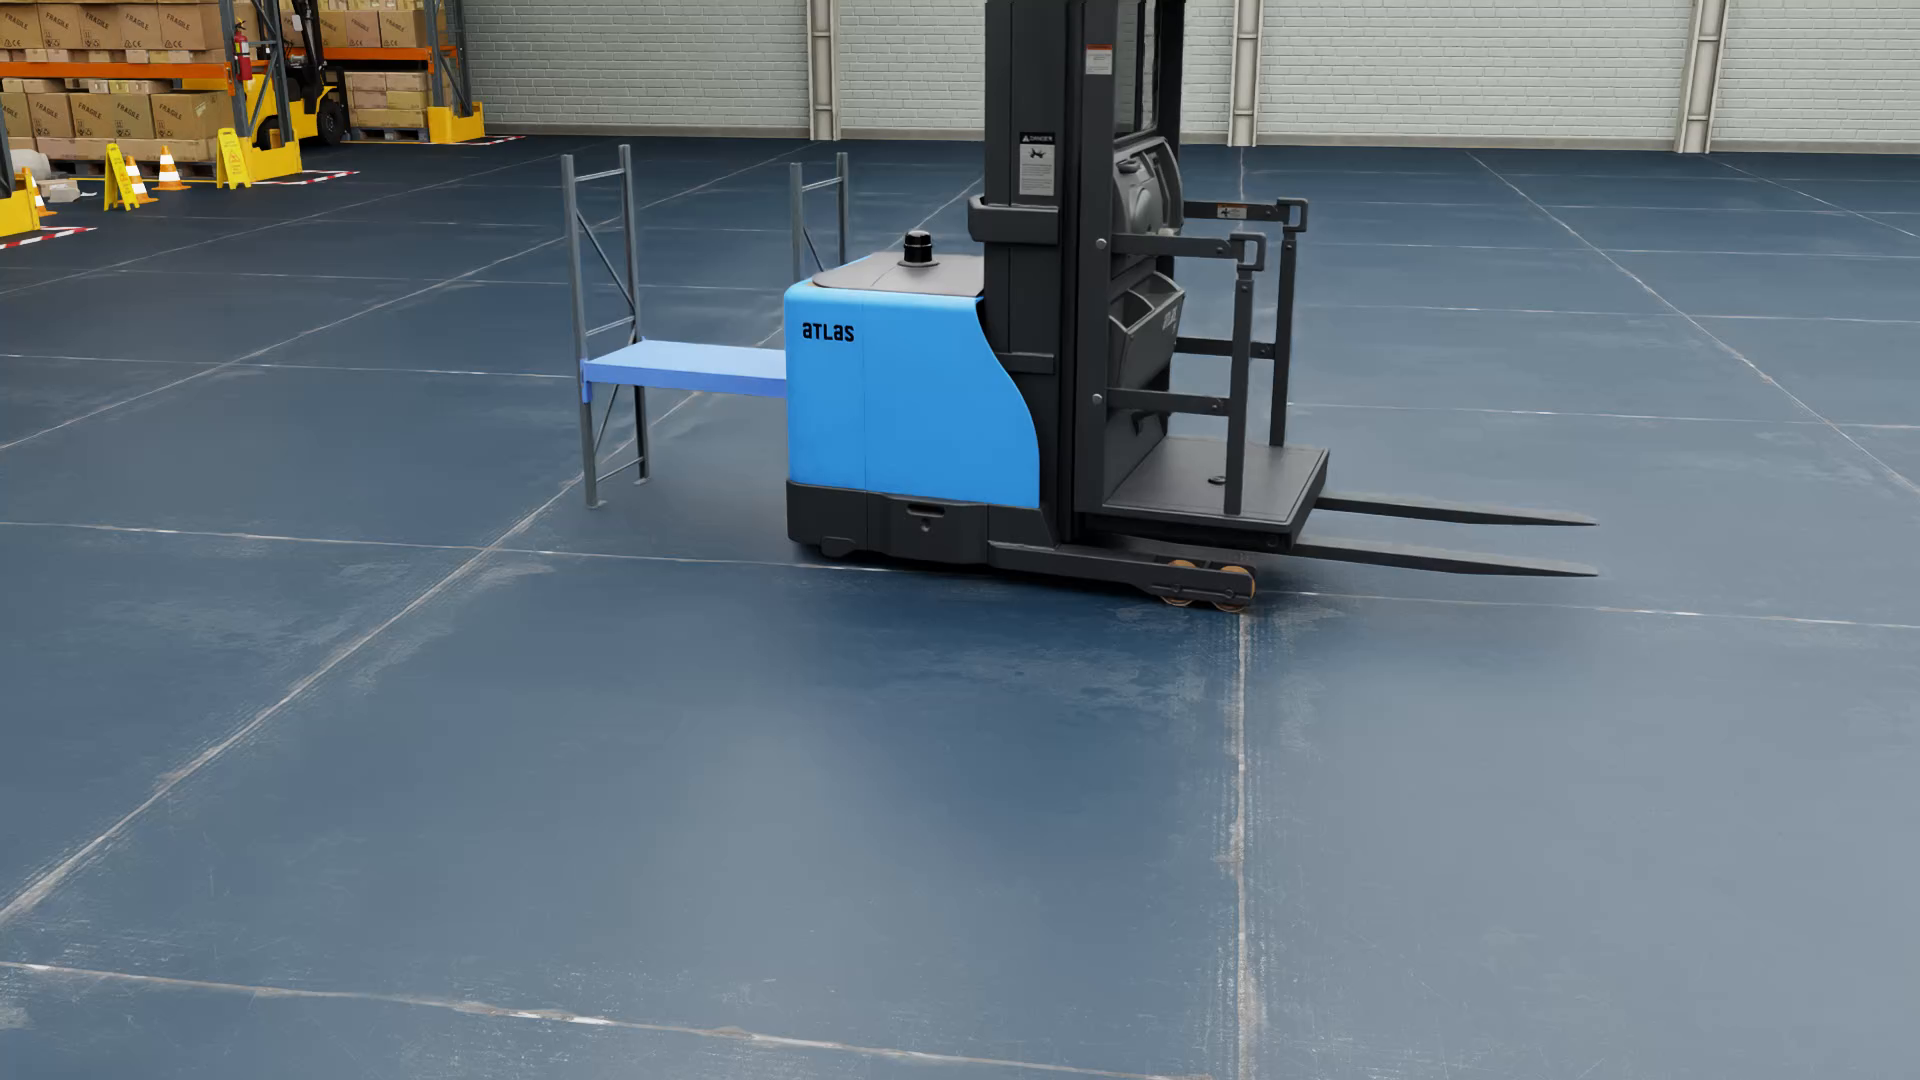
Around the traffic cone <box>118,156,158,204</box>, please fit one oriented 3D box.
[{"bbox_3d":[-8.594,-3.754,17.294,0.334,0.463,0.336,3,19,9],"label":"traffic cone"}]

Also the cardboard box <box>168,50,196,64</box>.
[{"bbox_3d":[-8.795,-5.515,18.955,0.250,0.149,0.380,3,19,8],"label":"cardboard box"}]

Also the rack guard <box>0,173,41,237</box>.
[{"bbox_3d":[-8.786,-2.962,14.868,0.348,0.500,1.175,3,19,9],"label":"rack guard"}]

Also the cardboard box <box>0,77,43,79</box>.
[{"bbox_3d":[-13.980,-6.669,25.089,0.625,0.625,0.875,4,19,10],"label":"cardboard box"}]

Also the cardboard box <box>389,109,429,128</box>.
[{"bbox_3d":[-7.855,-6.080,23.918,0.500,0.250,0.500,3,19,9],"label":"cardboard box"}]

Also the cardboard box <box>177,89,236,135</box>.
[{"bbox_3d":[-8.901,-5.084,19.759,0.500,0.500,0.500,2,19,7],"label":"cardboard box"}]

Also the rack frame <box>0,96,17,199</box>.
[{"bbox_3d":[-8.810,-4.149,14.475,0.127,3.000,1.000,3,19,9],"label":"rack frame"}]

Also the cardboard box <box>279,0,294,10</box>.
[{"bbox_3d":[-9.494,-7.634,23.711,0.250,0.149,0.380,3,19,8],"label":"cardboard box"}]

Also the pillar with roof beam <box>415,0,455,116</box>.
[{"bbox_3d":[-8.568,-9.074,19.739,0.400,9.000,9.100,3,19,9],"label":"pillar with roof beam"}]

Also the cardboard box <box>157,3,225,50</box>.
[{"bbox_3d":[-8.704,-5.834,18.886,0.500,0.500,0.500,3,19,8],"label":"cardboard box"}]

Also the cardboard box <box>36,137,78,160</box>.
[{"bbox_3d":[-10.481,-4.638,19.608,0.500,0.250,0.500,3,19,8],"label":"cardboard box"}]

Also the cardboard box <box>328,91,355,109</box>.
[{"bbox_3d":[-8.878,-6.367,23.988,0.500,0.250,0.500,2,19,7],"label":"cardboard box"}]

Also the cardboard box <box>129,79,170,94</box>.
[{"bbox_3d":[-9.330,-5.219,19.141,0.250,0.149,0.380,3,19,10],"label":"cardboard box"}]

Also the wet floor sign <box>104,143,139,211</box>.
[{"bbox_3d":[-8.467,-3.651,16.698,0.232,0.644,0.267,0,19,-1],"label":"wet floor sign"}]

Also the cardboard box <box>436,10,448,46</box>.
[{"bbox_3d":[-7.786,-7.419,24.092,0.500,0.500,0.500,4,19,10],"label":"cardboard box"}]

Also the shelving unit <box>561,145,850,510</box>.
[{"bbox_3d":[-1.040,-0.864,7.023,1.048,1.500,0.538,6,20,18],"label":"shelving unit"}]

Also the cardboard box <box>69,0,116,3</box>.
[{"bbox_3d":[-9.682,-6.346,18.839,0.500,0.500,0.700,3,19,8],"label":"cardboard box"}]

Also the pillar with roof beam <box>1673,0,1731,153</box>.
[{"bbox_3d":[9.204,-8.168,17.032,0.400,9.000,9.100,3,19,9],"label":"pillar with roof beam"}]

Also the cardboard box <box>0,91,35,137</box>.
[{"bbox_3d":[-11.004,-5.019,19.566,0.500,0.500,0.500,4,19,11],"label":"cardboard box"}]

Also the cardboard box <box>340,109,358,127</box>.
[{"bbox_3d":[-8.837,-6.136,24.085,0.500,0.250,0.500,3,19,9],"label":"cardboard box"}]

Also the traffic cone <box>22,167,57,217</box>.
[{"bbox_3d":[-9.109,-3.417,16.287,0.334,0.463,0.336,3,19,9],"label":"traffic cone"}]

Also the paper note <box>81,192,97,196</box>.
[{"bbox_3d":[-9.374,-3.721,17.875,0.142,0.019,0.148,-3,19,-10],"label":"paper note"}]

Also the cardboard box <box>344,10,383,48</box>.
[{"bbox_3d":[-8.379,-7.279,23.672,0.500,0.500,0.500,4,19,10],"label":"cardboard box"}]

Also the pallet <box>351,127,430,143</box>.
[{"bbox_3d":[-8.103,-5.963,24.291,1.213,0.211,1.003,3,19,9],"label":"pallet"}]

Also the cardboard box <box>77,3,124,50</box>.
[{"bbox_3d":[-9.691,-5.887,19.044,0.500,0.500,0.500,3,19,8],"label":"cardboard box"}]

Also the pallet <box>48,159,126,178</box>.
[{"bbox_3d":[-10.197,-4.500,19.920,1.213,0.211,1.003,3,19,9],"label":"pallet"}]

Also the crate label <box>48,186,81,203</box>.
[{"bbox_3d":[-9.380,-3.620,17.406,0.298,0.136,0.250,-7,20,-20],"label":"crate label"}]

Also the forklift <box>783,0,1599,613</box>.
[{"bbox_3d":[0.887,-1.317,6.121,3.031,2.935,1.130,6,20,18],"label":"forklift"}]

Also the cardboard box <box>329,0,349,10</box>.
[{"bbox_3d":[-8.745,-7.595,23.595,0.250,0.149,0.380,2,19,7],"label":"cardboard box"}]

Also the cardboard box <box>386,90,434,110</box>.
[{"bbox_3d":[-7.871,-6.319,23.844,0.500,0.250,0.500,3,19,8],"label":"cardboard box"}]

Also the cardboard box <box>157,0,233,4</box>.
[{"bbox_3d":[-8.664,-6.325,18.776,0.500,0.500,0.700,2,19,7],"label":"cardboard box"}]

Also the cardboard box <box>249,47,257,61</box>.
[{"bbox_3d":[-8.427,-5.667,19.410,0.250,0.149,0.380,3,19,9],"label":"cardboard box"}]

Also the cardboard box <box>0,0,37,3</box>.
[{"bbox_3d":[-10.682,-6.412,19.038,0.500,0.500,0.700,3,19,7],"label":"cardboard box"}]

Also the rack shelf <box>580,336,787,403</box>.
[{"bbox_3d":[-1.040,-0.694,7.080,1.000,0.185,0.538,6,20,18],"label":"rack shelf"}]

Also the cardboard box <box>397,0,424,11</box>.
[{"bbox_3d":[-7.728,-7.545,23.444,0.250,0.149,0.380,3,19,9],"label":"cardboard box"}]

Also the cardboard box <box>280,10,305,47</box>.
[{"bbox_3d":[-9.383,-7.326,23.814,0.500,0.500,0.500,3,19,9],"label":"cardboard box"}]

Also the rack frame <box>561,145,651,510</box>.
[{"bbox_3d":[-1.519,-0.918,7.183,0.032,1.500,0.500,6,20,18],"label":"rack frame"}]

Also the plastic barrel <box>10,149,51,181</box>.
[{"bbox_3d":[-10.404,-4.112,18.427,0.512,0.421,0.421,-15,24,-38],"label":"plastic barrel"}]

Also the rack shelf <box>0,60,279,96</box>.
[{"bbox_3d":[-10.099,-5.464,19.540,4.000,0.370,1.077,3,19,9],"label":"rack shelf"}]

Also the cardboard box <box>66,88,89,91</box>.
[{"bbox_3d":[-10.441,-5.161,19.989,0.500,0.500,0.500,4,19,12],"label":"cardboard box"}]

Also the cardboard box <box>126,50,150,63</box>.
[{"bbox_3d":[-9.304,-5.538,19.024,0.250,0.149,0.380,3,19,10],"label":"cardboard box"}]

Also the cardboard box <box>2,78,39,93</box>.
[{"bbox_3d":[-10.913,-5.300,19.382,0.250,0.149,0.380,4,19,11],"label":"cardboard box"}]

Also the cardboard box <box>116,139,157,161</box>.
[{"bbox_3d":[-9.476,-4.585,19.450,0.500,0.250,0.500,3,19,9],"label":"cardboard box"}]

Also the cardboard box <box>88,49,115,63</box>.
[{"bbox_3d":[-9.802,-5.580,19.148,0.250,0.149,0.380,3,19,8],"label":"cardboard box"}]

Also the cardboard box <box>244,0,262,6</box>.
[{"bbox_3d":[-10.009,-7.651,23.764,0.250,0.149,0.380,3,19,8],"label":"cardboard box"}]

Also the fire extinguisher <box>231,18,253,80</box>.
[{"bbox_3d":[-8.085,-5.518,18.689,0.183,0.674,0.296,3,19,9],"label":"fire extinguisher"}]

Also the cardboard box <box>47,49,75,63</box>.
[{"bbox_3d":[-10.299,-5.599,19.206,0.250,0.149,0.380,3,19,8],"label":"cardboard box"}]

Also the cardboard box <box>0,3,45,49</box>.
[{"bbox_3d":[-10.691,-5.938,19.195,0.500,0.500,0.500,3,19,8],"label":"cardboard box"}]

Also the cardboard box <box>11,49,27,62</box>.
[{"bbox_3d":[-10.782,-5.643,19.337,0.250,0.149,0.380,3,19,8],"label":"cardboard box"}]

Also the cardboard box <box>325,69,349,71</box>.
[{"bbox_3d":[-9.276,-6.793,24.474,0.500,0.250,0.500,3,19,8],"label":"cardboard box"}]

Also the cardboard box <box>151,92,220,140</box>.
[{"bbox_3d":[-8.957,-4.914,19.252,0.500,0.500,0.500,3,19,9],"label":"cardboard box"}]

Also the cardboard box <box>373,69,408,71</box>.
[{"bbox_3d":[-8.279,-6.737,24.305,0.500,0.250,0.500,3,19,9],"label":"cardboard box"}]

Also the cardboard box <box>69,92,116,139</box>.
[{"bbox_3d":[-9.970,-4.967,19.410,0.500,0.500,0.500,2,19,7],"label":"cardboard box"}]

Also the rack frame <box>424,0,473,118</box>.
[{"bbox_3d":[-7.341,-7.260,23.773,0.127,3.000,1.000,3,19,9],"label":"rack frame"}]

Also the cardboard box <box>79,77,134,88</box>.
[{"bbox_3d":[-12.572,-6.598,24.877,0.625,0.625,0.875,3,19,8],"label":"cardboard box"}]

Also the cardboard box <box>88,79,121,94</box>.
[{"bbox_3d":[-9.838,-5.247,19.223,0.250,0.149,0.380,4,19,11],"label":"cardboard box"}]

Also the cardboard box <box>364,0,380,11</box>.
[{"bbox_3d":[-8.231,-7.580,23.551,0.250,0.149,0.380,3,19,10],"label":"cardboard box"}]

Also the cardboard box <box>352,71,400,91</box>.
[{"bbox_3d":[-8.350,-6.579,23.833,0.500,0.250,0.500,3,19,10],"label":"cardboard box"}]
